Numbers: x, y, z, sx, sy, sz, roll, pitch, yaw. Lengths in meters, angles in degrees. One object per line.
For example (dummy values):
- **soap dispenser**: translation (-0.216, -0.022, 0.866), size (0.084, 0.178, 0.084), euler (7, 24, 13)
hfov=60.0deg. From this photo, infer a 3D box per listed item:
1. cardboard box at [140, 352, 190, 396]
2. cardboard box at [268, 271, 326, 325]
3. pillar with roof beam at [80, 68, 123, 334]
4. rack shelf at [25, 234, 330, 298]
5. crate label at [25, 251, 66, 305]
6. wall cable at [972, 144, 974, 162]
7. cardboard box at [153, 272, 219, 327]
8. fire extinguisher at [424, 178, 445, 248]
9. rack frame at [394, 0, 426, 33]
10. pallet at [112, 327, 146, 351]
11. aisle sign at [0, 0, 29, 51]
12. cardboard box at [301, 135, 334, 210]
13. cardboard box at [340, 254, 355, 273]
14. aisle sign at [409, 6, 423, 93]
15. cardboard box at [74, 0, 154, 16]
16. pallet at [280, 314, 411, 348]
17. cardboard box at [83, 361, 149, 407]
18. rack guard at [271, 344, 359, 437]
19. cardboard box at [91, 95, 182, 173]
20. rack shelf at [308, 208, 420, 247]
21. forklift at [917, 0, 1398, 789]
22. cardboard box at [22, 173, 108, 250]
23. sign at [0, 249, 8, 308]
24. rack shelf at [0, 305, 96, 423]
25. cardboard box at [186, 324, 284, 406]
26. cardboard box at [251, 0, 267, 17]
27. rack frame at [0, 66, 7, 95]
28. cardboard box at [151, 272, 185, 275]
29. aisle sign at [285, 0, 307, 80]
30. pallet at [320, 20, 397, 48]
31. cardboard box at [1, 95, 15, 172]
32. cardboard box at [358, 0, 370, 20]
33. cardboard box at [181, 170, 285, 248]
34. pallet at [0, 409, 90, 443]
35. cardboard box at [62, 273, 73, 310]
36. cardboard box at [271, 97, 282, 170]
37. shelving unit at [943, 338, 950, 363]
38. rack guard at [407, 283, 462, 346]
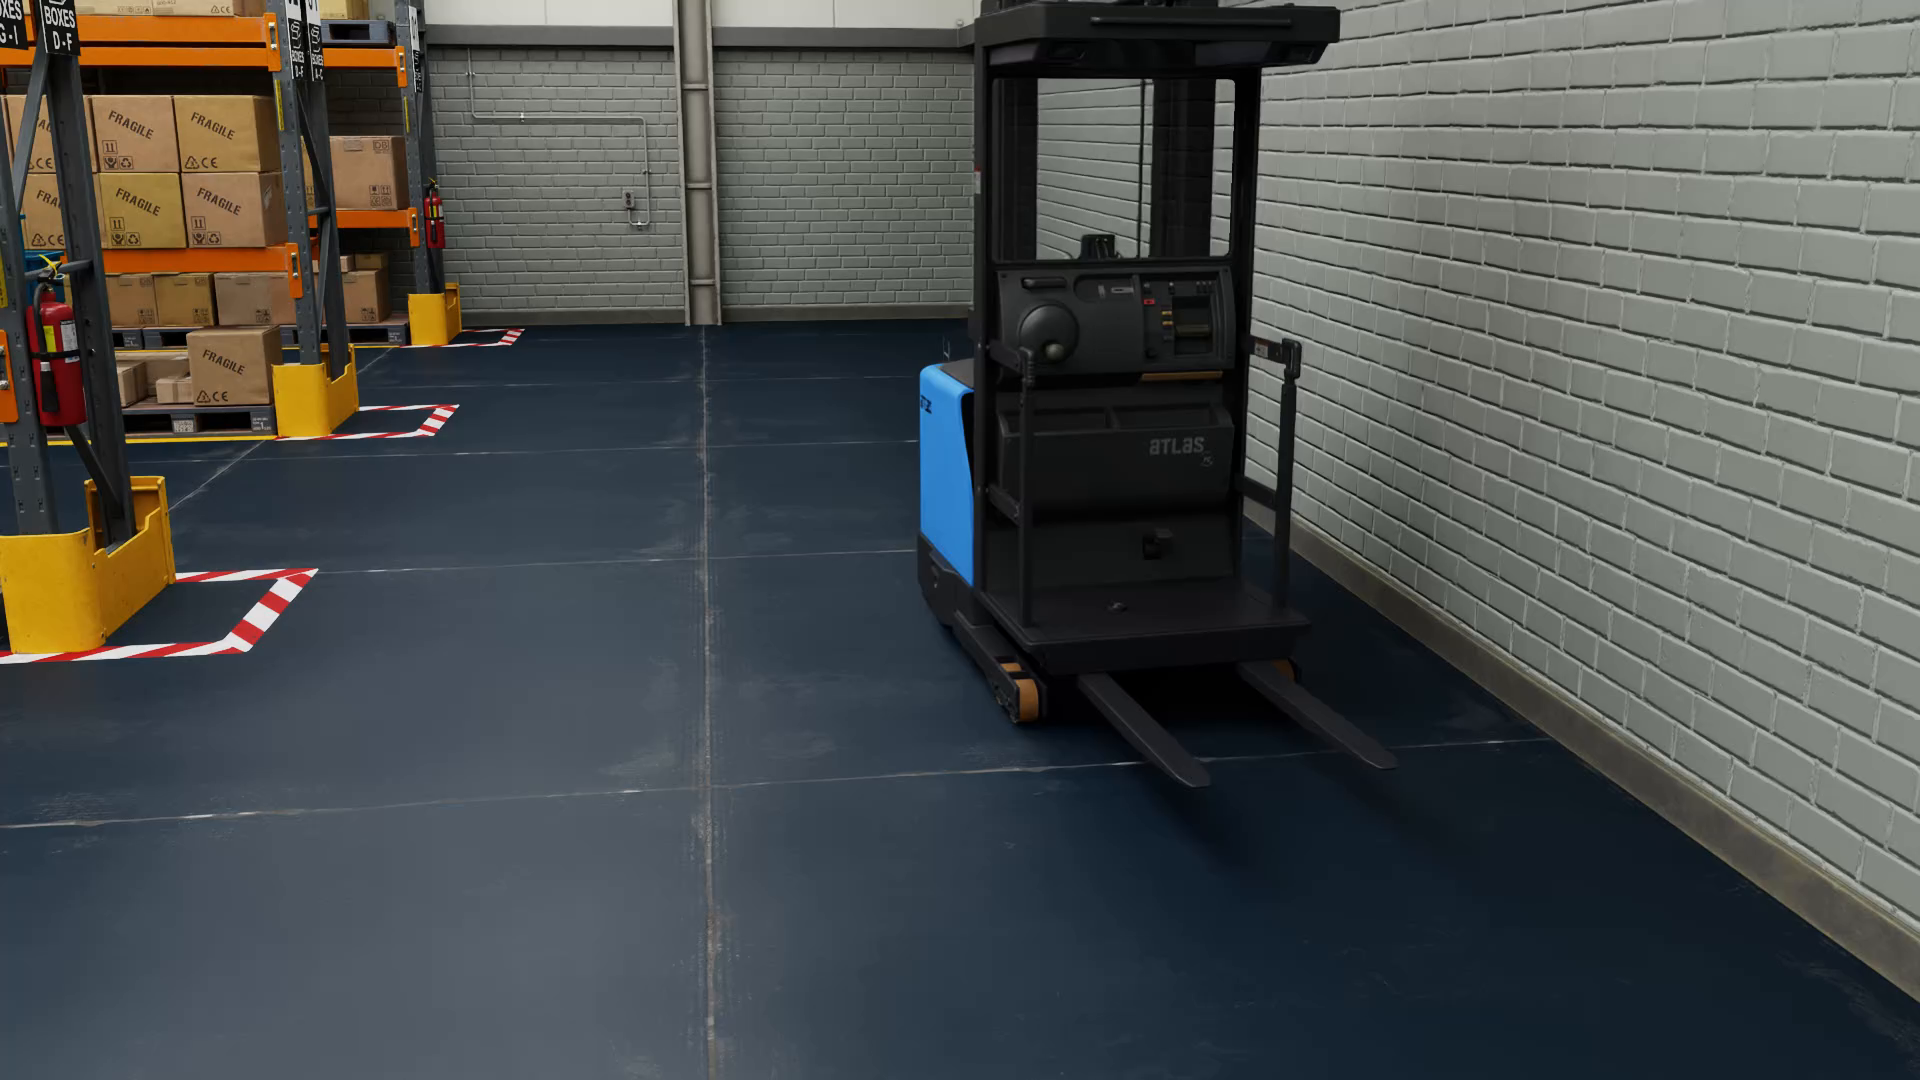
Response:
- **cardboard box**: translation (-5.667, -1.226, 12.191), size (0.500, 0.250, 0.500), euler (-2, 14, -8)
- **cardboard box**: translation (-6.507, -2.431, 16.523), size (0.500, 0.500, 0.700), euler (-2, 14, -8)
- **pillar with roof beam**: translation (-8.085, -5.470, 12.033), size (0.400, 9.000, 9.100), euler (-2, 14, -8)
- **rack shelf**: translation (-6.571, -1.894, 11.587), size (4.000, 0.370, 1.077), euler (-2, 14, -8)
- **crate label**: translation (-4.152, -1.142, 7.330), size (0.303, 0.233, 0.416), euler (-2, 14, -8)
- **wall cable**: translation (0.312, -5.030, 16.662), size (0.112, 2.526, 3.097), euler (-2, 14, -8)
- **cardboard box**: translation (-7.530, -2.391, 16.366), size (0.500, 0.500, 0.700), euler (-2, 14, -7)
- **fire extinguisher**: translation (-5.117, -3.183, 16.173), size (0.183, 0.674, 0.296), euler (-2, 14, -8)
- **rack frame**: translation (-5.335, -6.417, 15.810), size (0.127, 3.000, 1.000), euler (-2, 14, -8)
- **pallet**: translation (-8.526, -2.018, 16.335), size (1.213, 0.211, 1.003), euler (-2, 14, -8)
- **aisle sign**: translation (-3.744, -2.317, 6.450), size (0.004, 0.787, 0.394), euler (-2, 14, -8)
- **cardboard box**: translation (-6.555, -3.603, 16.304), size (0.700, 0.700, 0.980), euler (-2, 14, -9)
- **cardboard box**: translation (-6.112, -2.715, 16.323), size (0.250, 0.149, 0.380), euler (-2, 14, -9)
- **aisle sign**: translation (-5.219, -4.698, 15.946), size (0.004, 0.787, 0.394), euler (-2, 14, -8)
- **cardboard box**: translation (-5.558, -3.600, 11.053), size (0.500, 0.250, 0.500), euler (-2, 14, -8)
- **pallet**: translation (-6.114, -2.107, 16.688), size (1.213, 0.211, 1.003), euler (-2, 14, -8)
- **cardboard box**: translation (-6.038, -1.089, 11.646), size (0.500, 0.250, 0.500), euler (-2, 14, -8)
- **rack guard**: translation (-4.668, -1.100, 12.082), size (0.348, 0.500, 1.175), euler (-2, 14, -8)
- **cardboard box**: translation (-5.491, -2.748, 11.253), size (0.500, 0.500, 0.500), euler (-2, 14, -7)
- **rack shelf**: translation (-7.312, -3.086, 16.338), size (4.000, 0.370, 1.077), euler (-2, 14, -8)
- **forklift**: translation (0.651, -0.854, 6.102), size (1.130, 2.935, 3.031), euler (-3, 14, -13)
- **cardboard box**: translation (-6.002, -2.246, 11.306), size (0.500, 0.500, 0.500), euler (-2, 14, -8)
- **sign**: translation (-3.761, -1.071, 6.492), size (0.005, 0.325, 0.100), euler (-2, 14, -8)
- **rack shelf**: translation (-5.836, -0.703, 6.836), size (4.000, 0.370, 1.077), euler (-2, 14, -8)
- **cardboard box**: translation (-5.094, -1.238, 11.724), size (0.500, 0.500, 0.500), euler (-2, 14, -8)
- **cardboard box**: translation (-5.139, -3.740, 11.612), size (0.500, 0.250, 0.500), euler (-2, 14, -8)
- **rack frame**: translation (-9.290, -3.362, 15.961), size (0.127, 3.000, 1.000), euler (-2, 14, -8)
- **cardboard box**: translation (-7.653, -2.658, 16.095), size (0.250, 0.149, 0.380), euler (-3, 14, -10)
- **aisle sign**: translation (-4.480, -3.505, 11.188), size (0.004, 0.787, 0.394), euler (-2, 14, -8)
- **pallet**: translation (-6.067, -4.890, 16.068), size (1.213, 0.211, 1.003), euler (-2, 14, -8)
- **cardboard box**: translation (-6.511, -2.710, 11.099), size (0.500, 0.500, 0.500), euler (-2, 14, -7)
- **cardboard box**: translation (-6.093, -5.174, 16.259), size (0.500, 0.250, 0.500), euler (-1, 14, -5)
- **cardboard box**: translation (-4.995, -2.282, 11.451), size (0.500, 0.500, 0.500), euler (-2, 14, -7)
- **pallet**: translation (-6.660, -0.888, 11.828), size (1.213, 0.211, 1.003), euler (-2, 14, -8)
- **cardboard box**: translation (-8.535, -2.356, 16.224), size (0.500, 0.500, 0.700), euler (-2, 14, -8)
- **cardboard box**: translation (-5.071, -2.896, 11.844), size (0.500, 0.500, 0.500), euler (-2, 14, -7)
- **shelving unit**: translation (0.053, -0.511, 8.602), size (0.252, 1.050, 0.215), euler (-2, 14, -8)
- **rack guard**: translation (-5.311, -2.295, 16.847), size (0.348, 0.500, 1.175), euler (-2, 14, -8)
